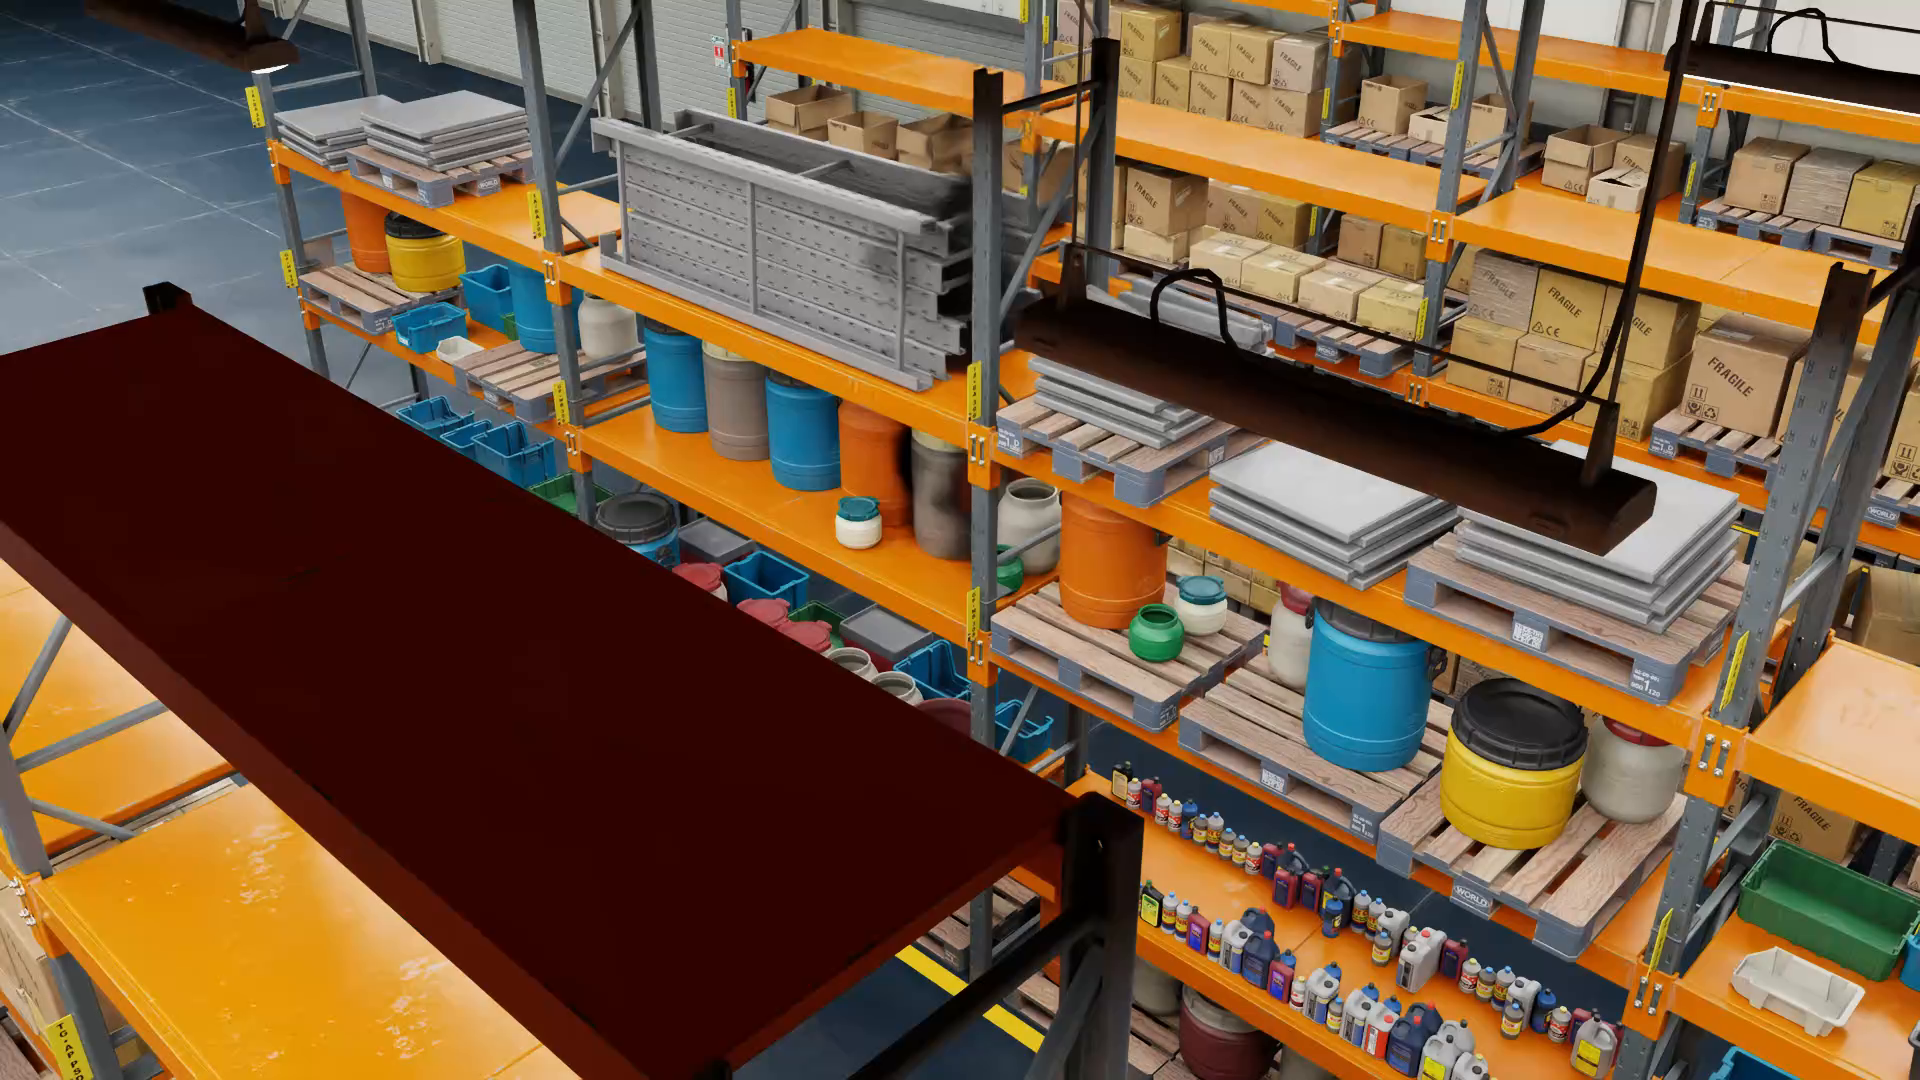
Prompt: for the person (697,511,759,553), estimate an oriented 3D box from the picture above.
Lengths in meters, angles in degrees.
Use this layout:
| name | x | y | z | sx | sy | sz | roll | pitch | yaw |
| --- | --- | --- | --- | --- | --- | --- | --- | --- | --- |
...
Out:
| name | x | y | z | sx | sy | sz | roll | pitch | yaw |
| --- | --- | --- | --- | --- | --- | --- | --- | --- | --- |
| person | -2.256 | -0.458 | 15.288 | 0.944 | 1.639 | 0.582 | 20 | 35 | 31 |
